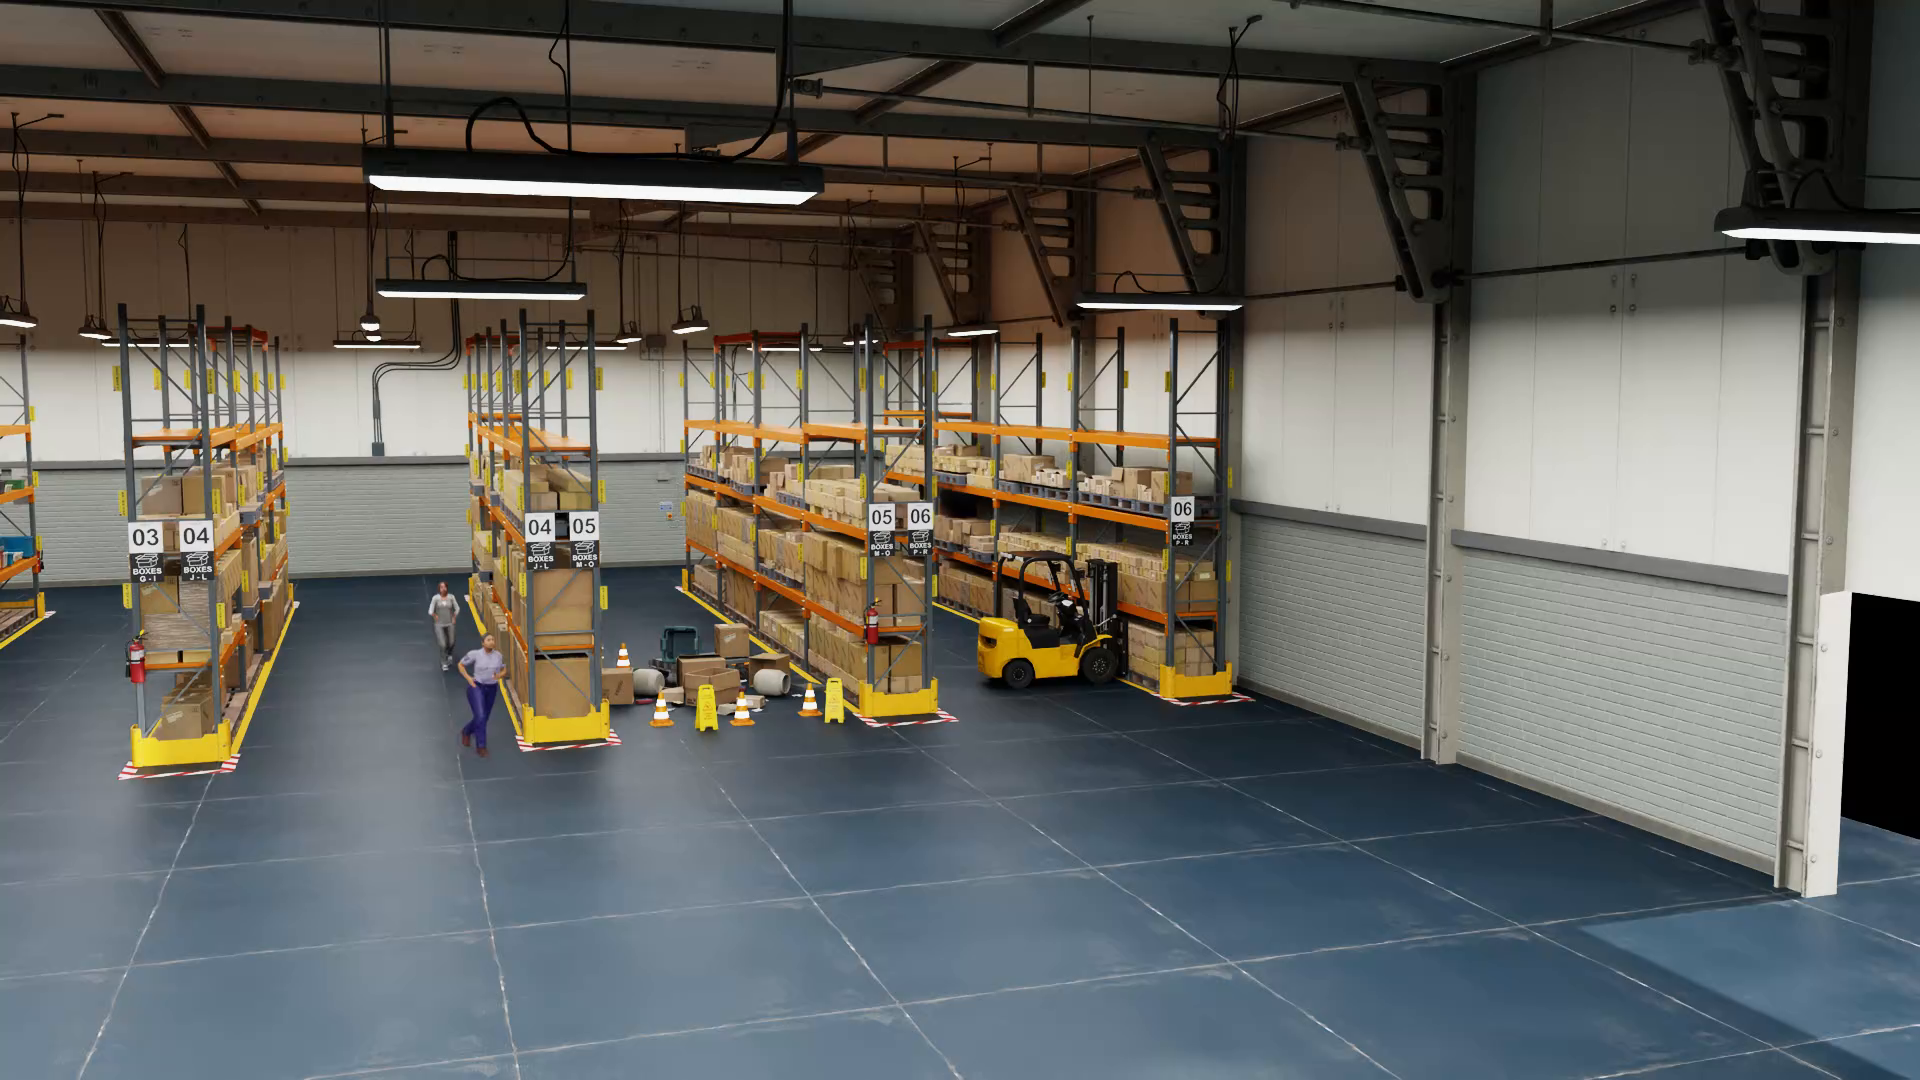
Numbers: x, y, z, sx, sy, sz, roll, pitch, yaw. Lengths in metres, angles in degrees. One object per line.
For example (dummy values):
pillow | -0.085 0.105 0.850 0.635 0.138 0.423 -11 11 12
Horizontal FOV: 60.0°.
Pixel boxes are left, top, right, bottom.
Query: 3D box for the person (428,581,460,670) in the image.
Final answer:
person | -8.938 1.491 28.852 0.529 1.554 0.549 -2 6 -22

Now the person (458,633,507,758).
person | -6.460 2.075 22.585 0.633 1.650 0.852 -5 8 -44
